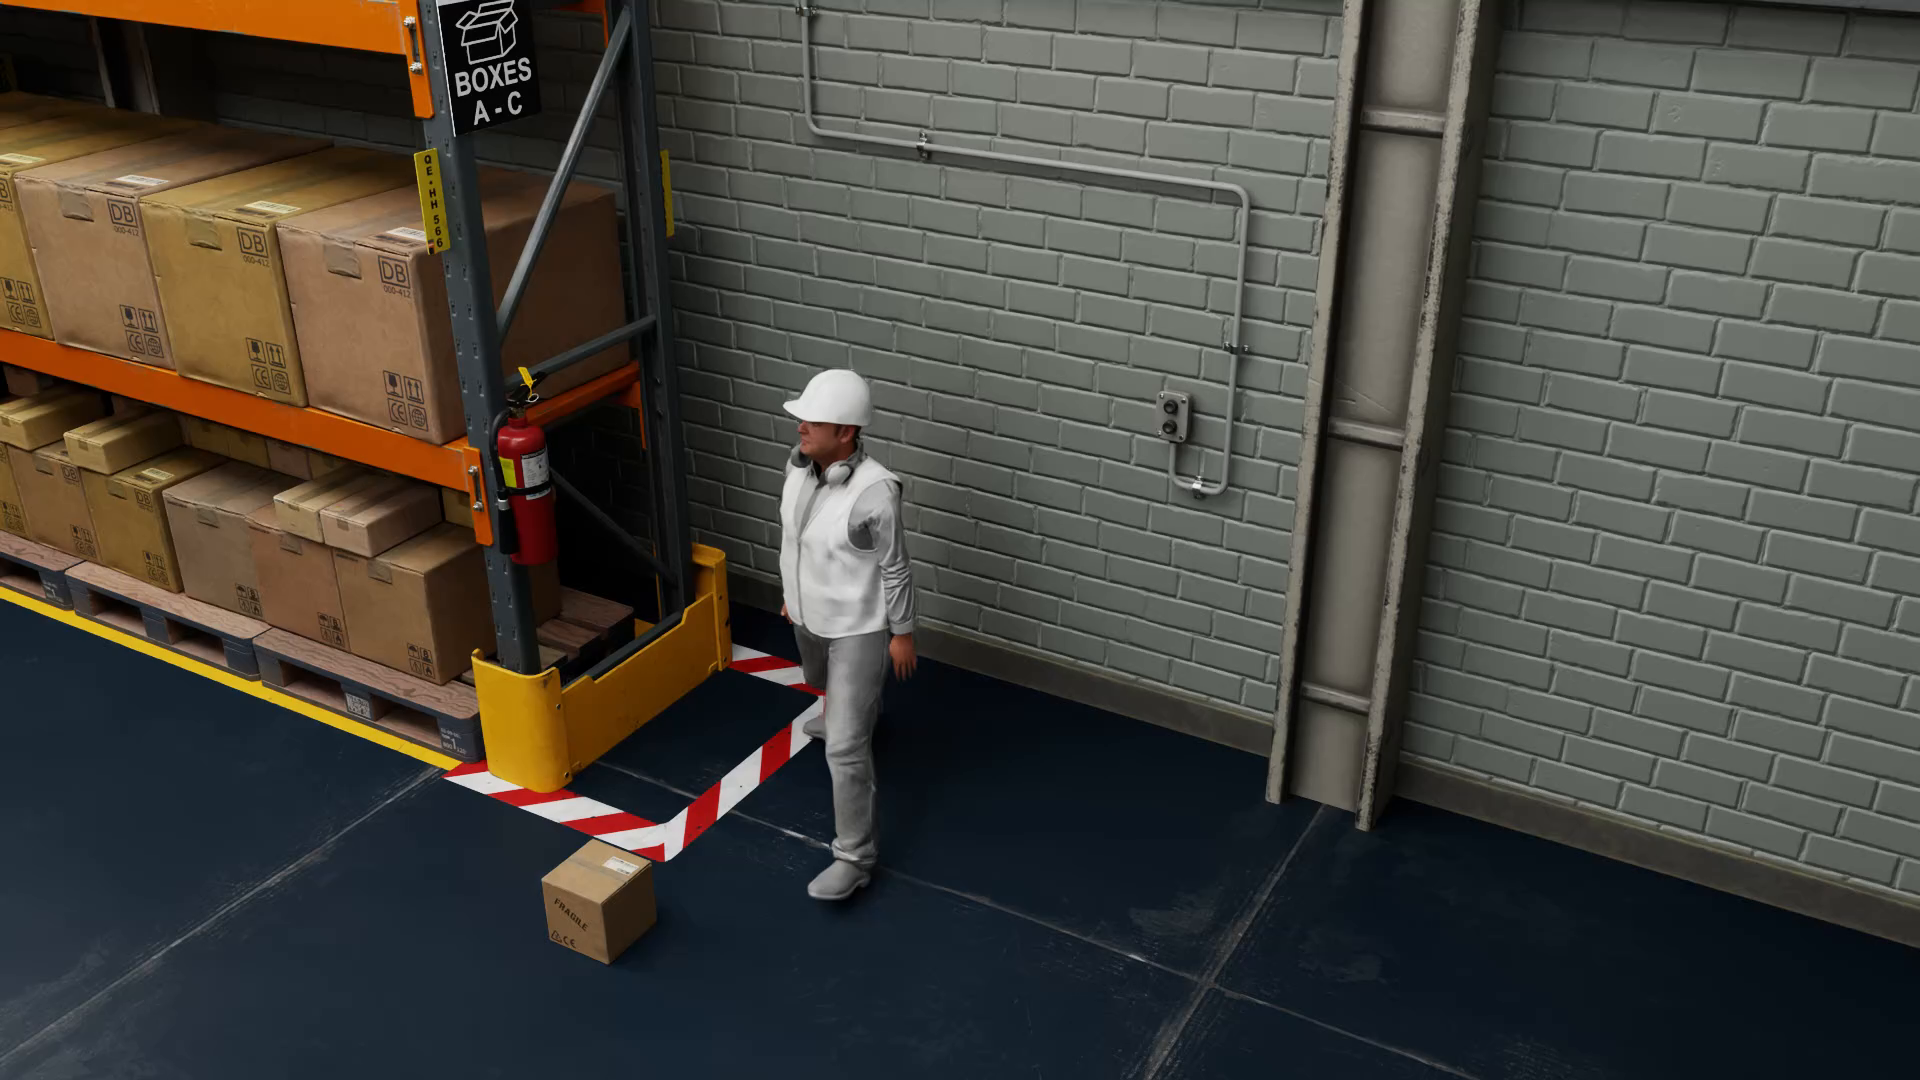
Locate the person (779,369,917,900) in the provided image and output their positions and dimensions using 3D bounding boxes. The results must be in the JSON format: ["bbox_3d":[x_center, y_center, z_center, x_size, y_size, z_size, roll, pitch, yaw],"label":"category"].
[{"bbox_3d":[-0.437,0.225,5.669,0.869,1.730,0.909,-22,34,-37],"label":"person"}]
